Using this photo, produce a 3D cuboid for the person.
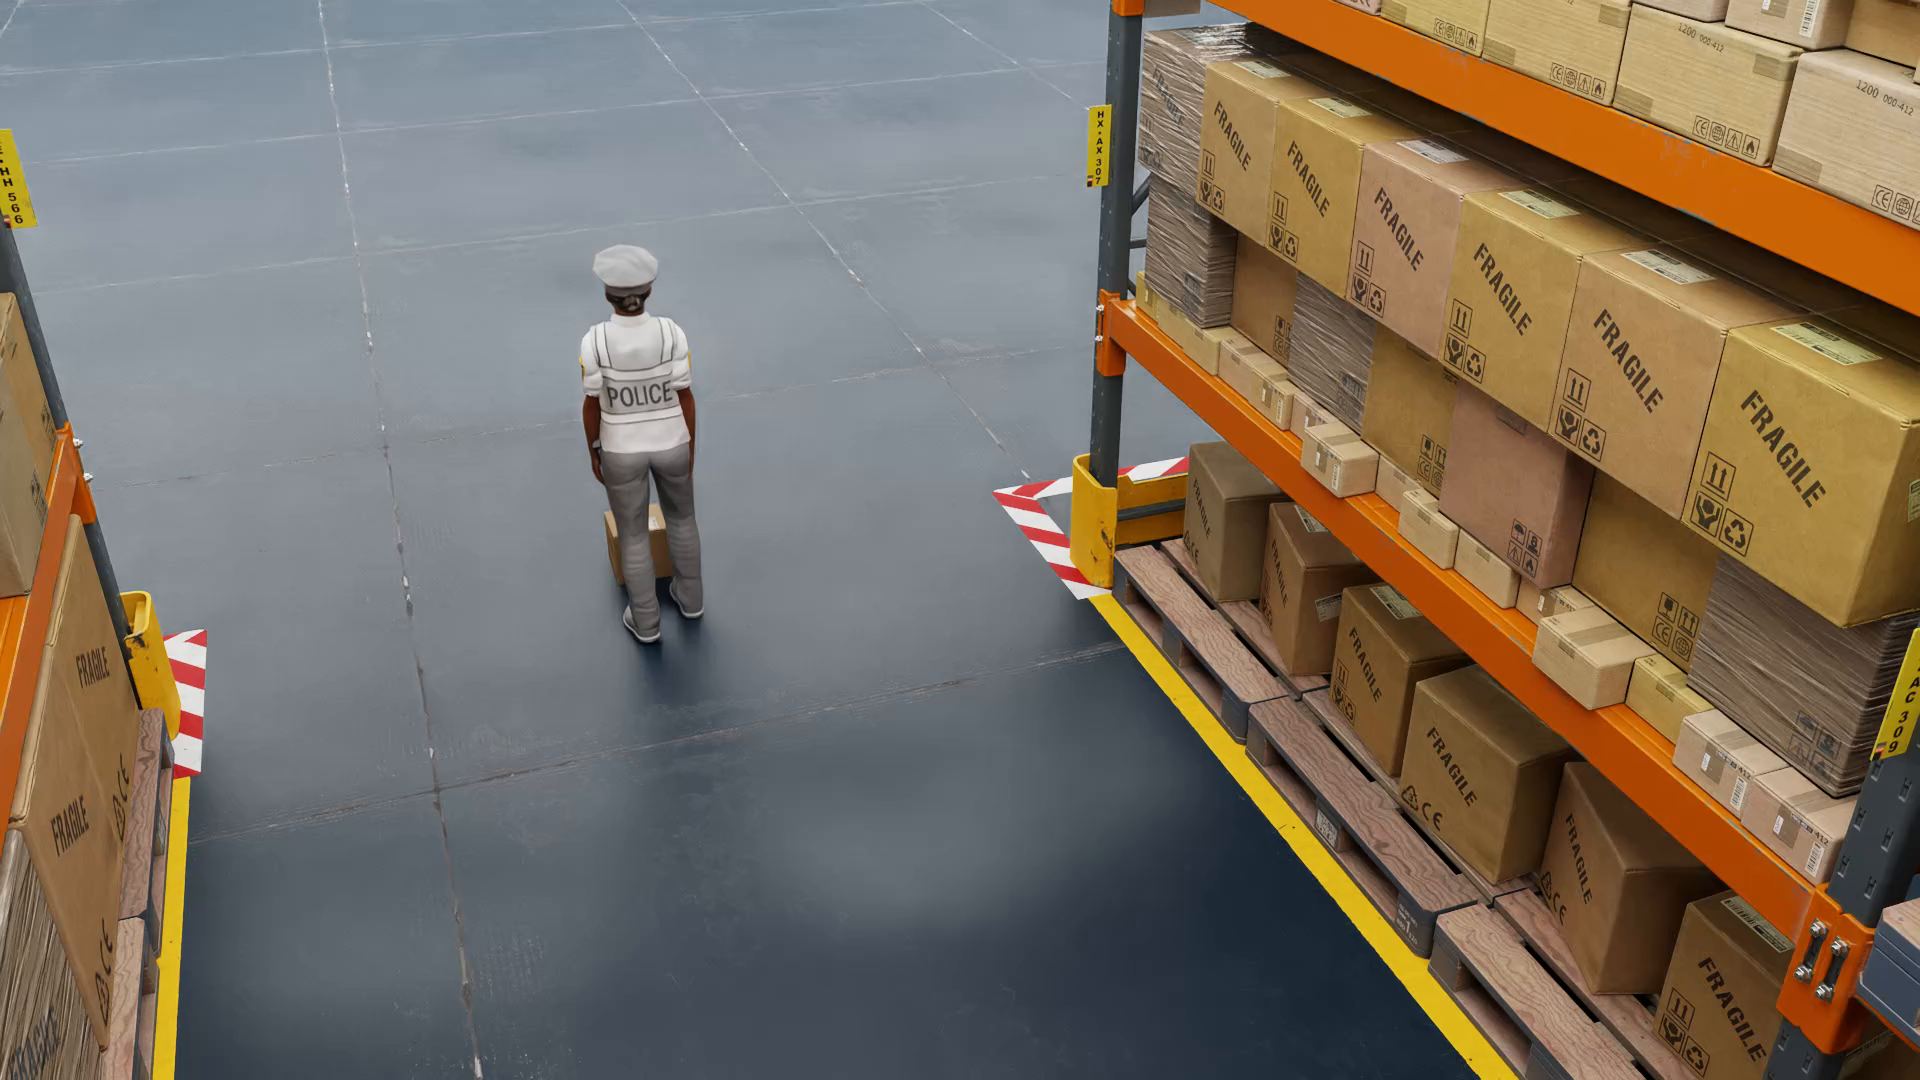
[{"bbox_3d":[-1.304,-0.391,6.791,0.441,1.681,0.428,-10,31,-16],"label":"person"}]
